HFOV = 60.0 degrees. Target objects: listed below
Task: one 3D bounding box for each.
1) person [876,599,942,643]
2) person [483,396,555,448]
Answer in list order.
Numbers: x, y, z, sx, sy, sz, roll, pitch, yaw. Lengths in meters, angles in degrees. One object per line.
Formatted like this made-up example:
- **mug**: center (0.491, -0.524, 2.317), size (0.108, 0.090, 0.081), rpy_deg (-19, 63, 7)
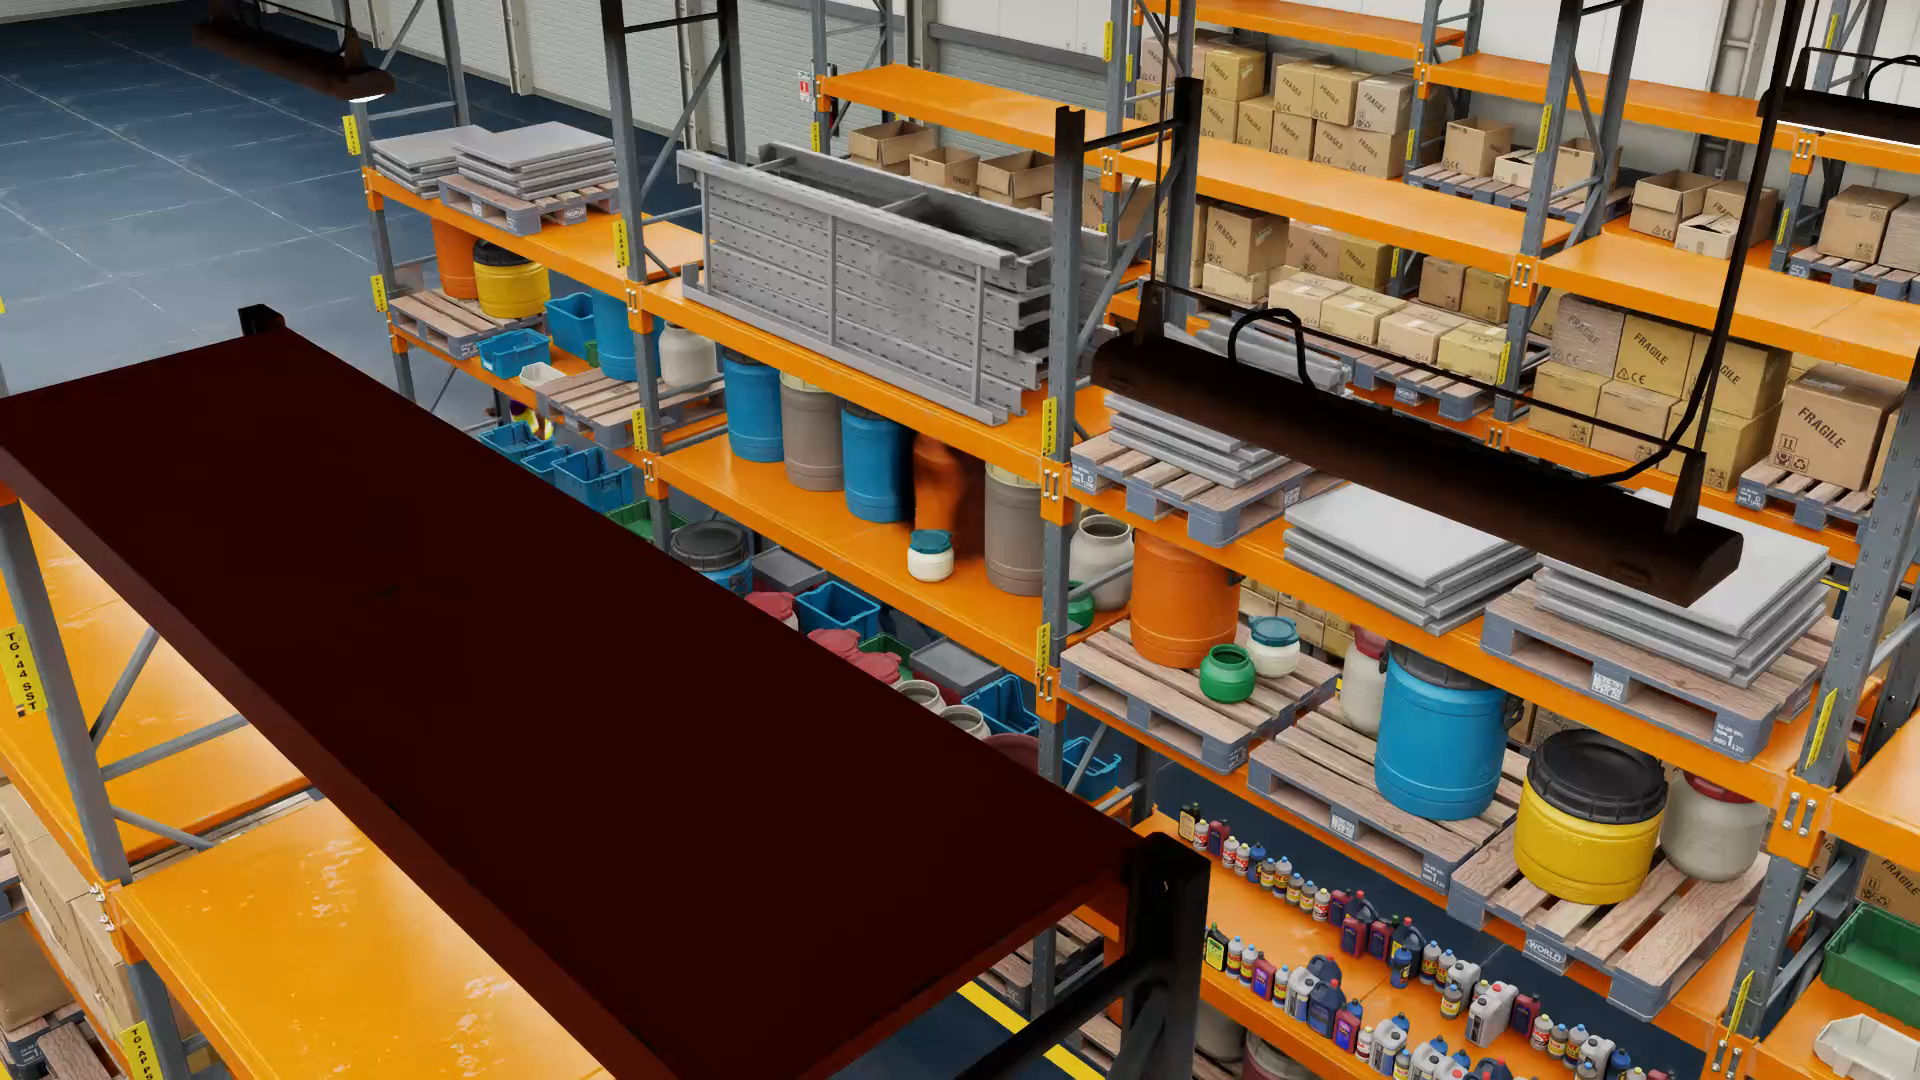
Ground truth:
- **person**: center (-0.476, 0.420, 14.437), size (0.899, 1.562, 0.535), rpy_deg (19, 34, 31)
- **person**: center (-4.365, -1.041, 17.000), size (0.989, 1.689, 0.655), rpy_deg (0, 28, 0)
